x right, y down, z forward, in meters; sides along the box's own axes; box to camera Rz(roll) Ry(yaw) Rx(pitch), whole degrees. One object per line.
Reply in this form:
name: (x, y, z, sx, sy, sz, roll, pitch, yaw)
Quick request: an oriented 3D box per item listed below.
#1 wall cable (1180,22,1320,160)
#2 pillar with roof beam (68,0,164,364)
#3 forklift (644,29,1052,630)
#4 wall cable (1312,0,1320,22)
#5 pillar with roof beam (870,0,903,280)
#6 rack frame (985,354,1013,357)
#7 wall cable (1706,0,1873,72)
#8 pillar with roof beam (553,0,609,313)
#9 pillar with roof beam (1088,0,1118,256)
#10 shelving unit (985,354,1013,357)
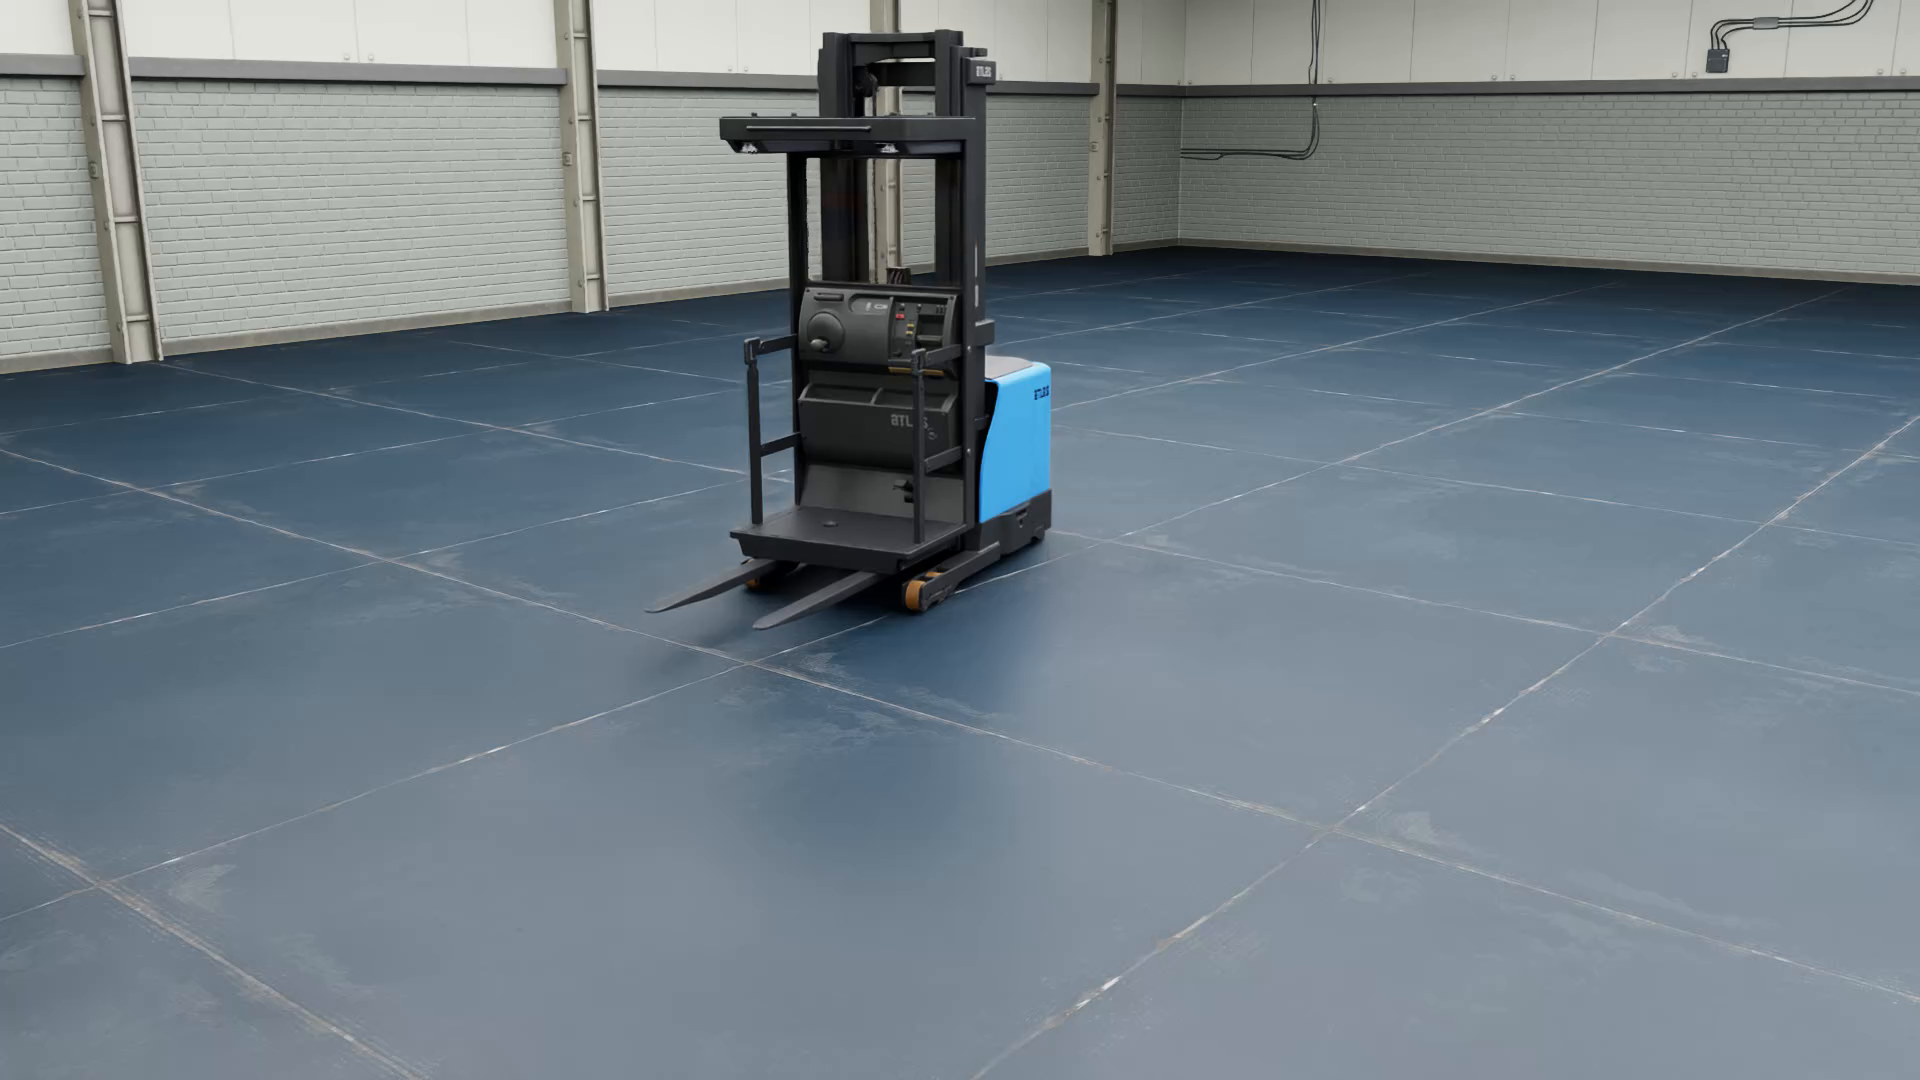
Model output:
wall cable: (5.502, -8.560, 31.851, 3.097, 2.526, 0.112, 11, 18, 38)
pillar with roof beam: (-5.342, -5.593, 13.861, 9.100, 9.000, 0.400, 11, 18, 38)
forklift: (-0.540, -1.169, 8.771, 1.130, 2.935, 3.031, 7, 16, 25)
wall cable: (7.607, -10.590, 29.581, 3.097, 2.526, 0.112, 11, 18, 38)
pillar with roof beam: (2.200, -7.891, 22.907, 9.100, 9.000, 0.400, 11, 18, 38)
rack frame: (0.239, -0.648, 10.543, 0.200, 1.050, 0.008, 7, 16, 25)
wall cable: (12.877, -10.242, 25.255, 2.305, 6.003, 0.169, 11, 18, 38)
pillar with roof beam: (-1.571, -6.742, 18.384, 9.100, 9.000, 0.400, 11, 18, 38)
pillar with roof beam: (5.971, -9.040, 27.431, 9.100, 9.000, 0.400, 11, 18, 38)
shelving unit: (0.185, -0.621, 10.437, 0.215, 1.050, 0.252, 7, 16, 25)
